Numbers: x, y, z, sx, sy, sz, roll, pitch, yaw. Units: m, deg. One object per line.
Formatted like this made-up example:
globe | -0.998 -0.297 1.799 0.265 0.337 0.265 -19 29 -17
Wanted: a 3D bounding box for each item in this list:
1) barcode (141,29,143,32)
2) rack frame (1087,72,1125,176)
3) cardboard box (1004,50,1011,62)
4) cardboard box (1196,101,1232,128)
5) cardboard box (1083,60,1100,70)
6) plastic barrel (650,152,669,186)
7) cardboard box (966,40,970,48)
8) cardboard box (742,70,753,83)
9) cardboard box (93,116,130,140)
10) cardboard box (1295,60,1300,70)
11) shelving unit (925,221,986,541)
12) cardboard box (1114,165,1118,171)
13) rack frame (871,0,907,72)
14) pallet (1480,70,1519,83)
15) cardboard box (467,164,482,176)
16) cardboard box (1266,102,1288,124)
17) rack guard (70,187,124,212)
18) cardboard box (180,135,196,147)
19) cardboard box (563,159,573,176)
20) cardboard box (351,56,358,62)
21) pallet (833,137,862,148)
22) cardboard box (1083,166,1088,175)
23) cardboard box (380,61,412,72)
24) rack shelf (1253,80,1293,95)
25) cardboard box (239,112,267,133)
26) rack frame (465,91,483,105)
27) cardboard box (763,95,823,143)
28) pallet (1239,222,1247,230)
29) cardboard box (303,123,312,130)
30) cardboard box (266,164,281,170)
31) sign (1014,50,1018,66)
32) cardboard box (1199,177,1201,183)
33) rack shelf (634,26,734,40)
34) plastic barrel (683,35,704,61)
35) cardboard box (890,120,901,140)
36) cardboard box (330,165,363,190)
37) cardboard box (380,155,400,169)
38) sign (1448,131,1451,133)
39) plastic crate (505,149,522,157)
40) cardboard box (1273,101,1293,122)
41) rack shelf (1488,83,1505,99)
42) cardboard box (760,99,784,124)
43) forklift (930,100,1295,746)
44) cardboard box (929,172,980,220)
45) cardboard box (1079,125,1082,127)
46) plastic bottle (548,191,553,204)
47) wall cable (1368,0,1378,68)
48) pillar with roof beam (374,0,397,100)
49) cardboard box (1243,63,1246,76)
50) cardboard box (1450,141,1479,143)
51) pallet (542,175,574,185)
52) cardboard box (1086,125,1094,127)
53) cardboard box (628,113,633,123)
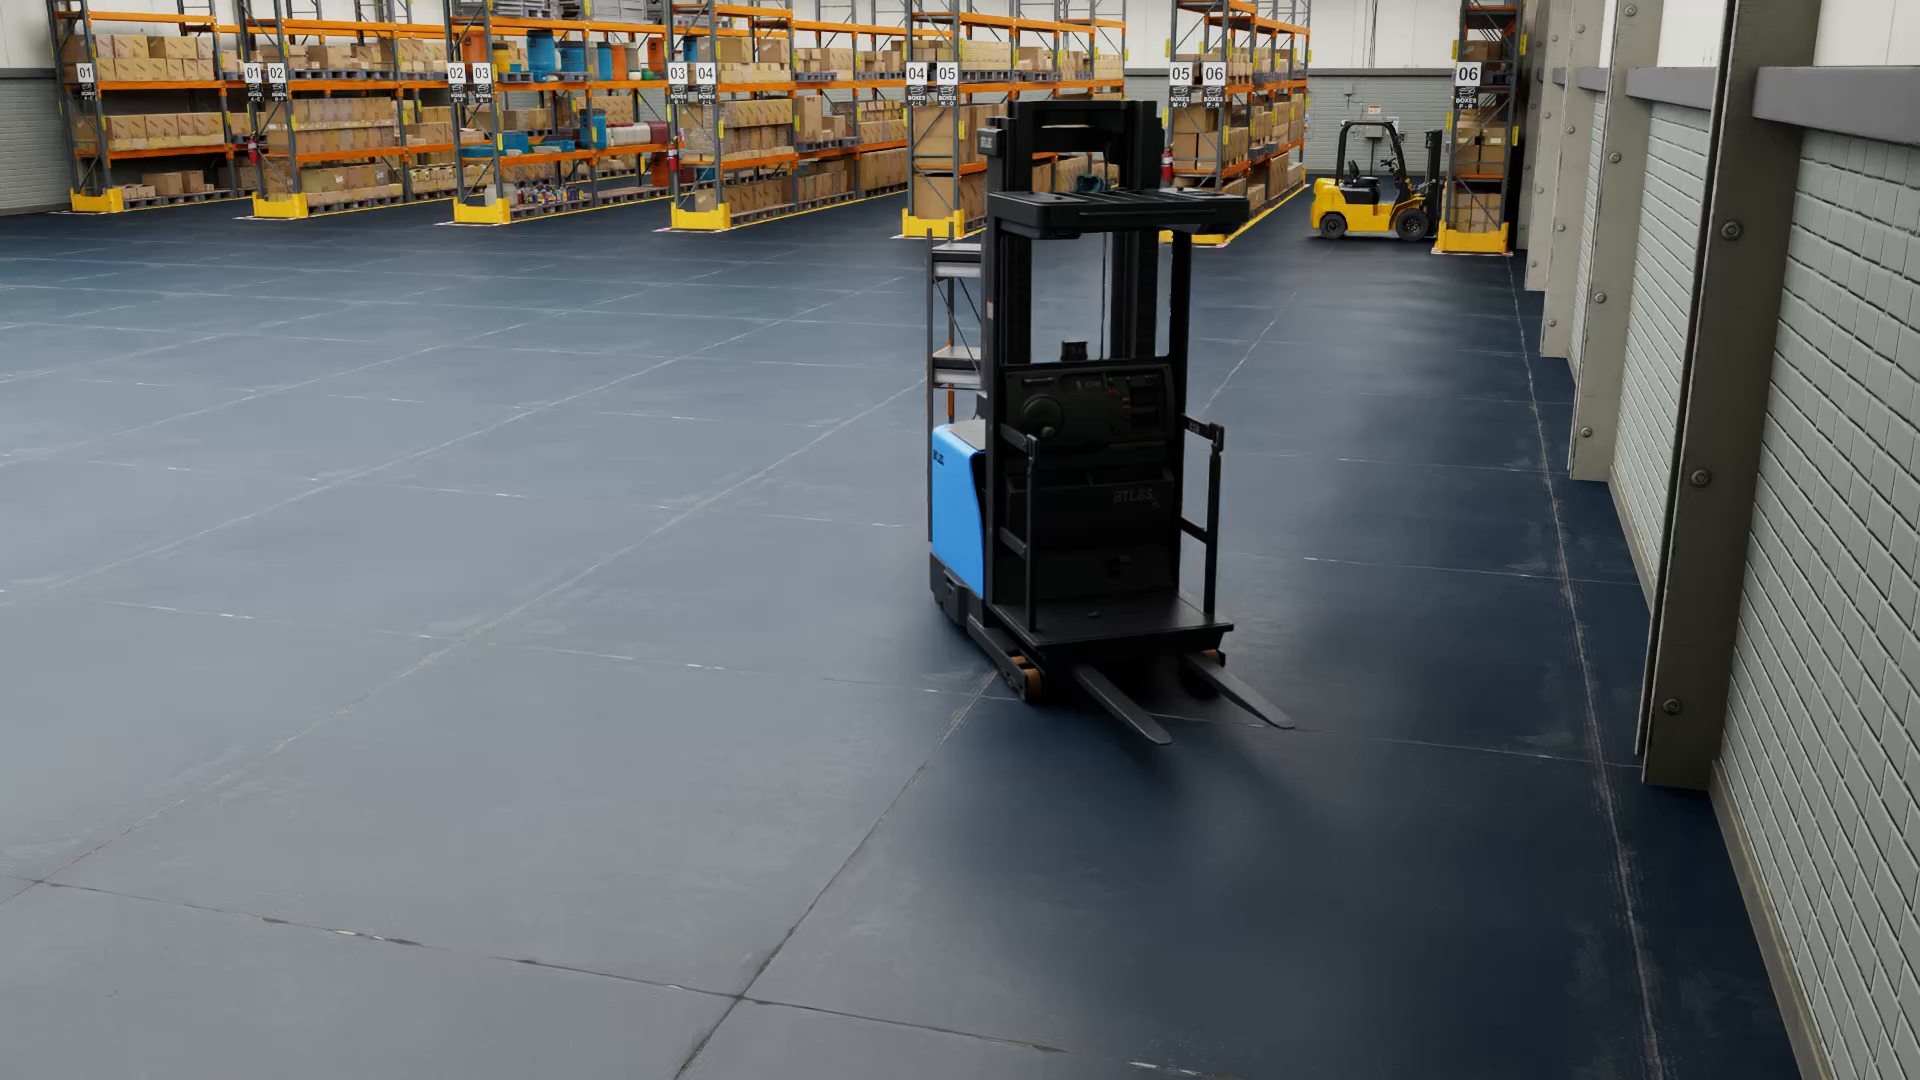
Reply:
barcode | -19.149 -11.933 38.925 0.001 0.075 0.075 5 16 16
rack frame | 4.042 -11.482 46.315 1.000 3.000 0.127 5 16 16
cardboard box | 0.739 -9.958 34.222 0.500 0.250 0.500 4 16 15
cardboard box | 5.074 -8.559 33.449 0.700 0.500 0.500 4 16 15
cardboard box | 3.273 -12.155 42.547 0.500 0.250 0.500 5 17 18
plastic barrel | -7.584 -9.472 42.434 0.600 0.830 0.708 5 16 16
cardboard box | -0.032 -9.381 31.454 0.380 0.149 0.250 5 17 16
cardboard box | -4.561 -9.449 33.924 0.500 0.250 0.500 5 16 16
cardboard box | -19.055 -9.260 37.342 0.500 0.500 0.500 5 16 16
cardboard box | 8.776 -12.621 44.155 0.500 0.250 0.500 3 16 11
shelving unit | 0.047 -1.053 11.196 0.431 2.100 0.503 5 16 16
cardboard box | 4.166 -10.296 46.041 0.380 0.149 0.250 4 16 14
rack frame | -1.821 -13.733 43.256 1.000 3.000 0.127 5 16 16
pallet | 9.256 -8.139 29.191 1.003 0.211 1.213 5 16 16
cardboard box | -12.509 -9.426 42.307 0.500 0.311 0.500 4 16 15
cardboard box | 7.654 -10.335 40.255 0.500 0.500 0.500 5 17 17
rack guard | -19.457 -7.677 37.480 1.175 0.500 0.348 5 16 16
cardboard box | -18.463 -9.434 39.331 0.500 0.250 0.500 5 16 16
cardboard box | -11.183 -10.474 46.534 0.500 0.500 0.500 5 16 16
cardboard box | -14.141 -10.940 38.043 0.500 0.311 0.500 4 16 13
pallet | -3.058 -9.514 39.725 1.213 0.211 1.003 5 16 16
cardboard box | 2.937 -9.222 42.158 0.500 0.500 0.500 4 16 15
cardboard box | -13.407 -11.257 39.527 0.500 0.250 0.500 6 17 22
rack shelf | 7.112 -10.652 39.209 1.077 0.370 4.000 5 16 16
cardboard box | -17.842 -10.617 42.274 0.700 0.500 0.500 7 17 24
rack frame | -14.932 -13.046 51.827 1.000 3.000 0.127 5 16 16
cardboard box | -3.734 -9.442 37.251 1.000 1.000 1.000 5 17 16
pallet | 5.250 -6.466 33.738 1.003 0.211 1.213 5 16 16
cardboard box | -14.338 -8.992 36.163 0.380 0.149 0.250 4 16 14
cardboard box | -17.866 -9.379 42.673 0.700 0.500 0.500 5 17 17
sign | 1.165 -10.030 34.605 0.100 0.325 0.005 5 16 16
cardboard box | 4.439 -6.956 32.065 0.380 0.149 0.250 5 17 18
rack shelf | -7.138 -13.055 42.918 1.077 0.370 4.000 5 16 16
plastic barrel | -6.908 -12.659 43.278 0.600 0.901 0.708 5 16 16
cardboard box | -1.839 -10.623 43.100 0.500 0.500 0.500 5 17 18
cardboard box | -13.933 -8.232 37.750 0.500 0.500 0.500 5 16 16
cardboard box | -16.378 -10.754 46.918 0.750 0.750 0.750 5 17 18
sign | 9.644 -8.160 32.625 0.100 0.325 0.005 5 16 16
plastic crate | -9.417 -8.174 35.134 0.298 0.136 0.250 5 16 16
cardboard box | 8.048 -10.713 41.588 0.500 0.500 0.500 5 17 16
rack shelf | 10.735 -9.222 34.166 1.077 0.370 4.000 5 16 16
cardboard box | -4.099 -9.156 35.553 0.500 0.500 0.500 5 16 16
forklift | 0.747 -0.715 8.478 1.130 2.935 3.031 -5 17 -17
cardboard box | -0.127 -6.889 33.245 0.875 0.875 0.875 4 16 15
cardboard box | 2.835 -10.407 41.669 0.380 0.149 0.250 5 17 18
plastic bottle | -9.040 -7.557 36.668 0.097 0.271 0.097 0 16 0
wall cable | 13.544 -15.254 48.550 2.988 3.039 0.133 5 16 16
pillar with roof beam | -12.571 -14.802 47.024 9.100 9.000 0.400 5 16 16
cardboard box | 5.238 -9.099 32.143 0.500 0.250 0.500 4 16 15
cardboard box | 9.352 -7.154 30.871 0.500 0.500 0.500 5 17 16
pallet | -11.513 -10.059 46.406 1.003 0.211 1.213 5 16 16
cardboard box | 3.288 -10.737 42.959 0.500 0.500 0.500 4 16 15
cardboard box | -10.047 -12.573 49.975 0.500 0.500 0.500 5 17 18
